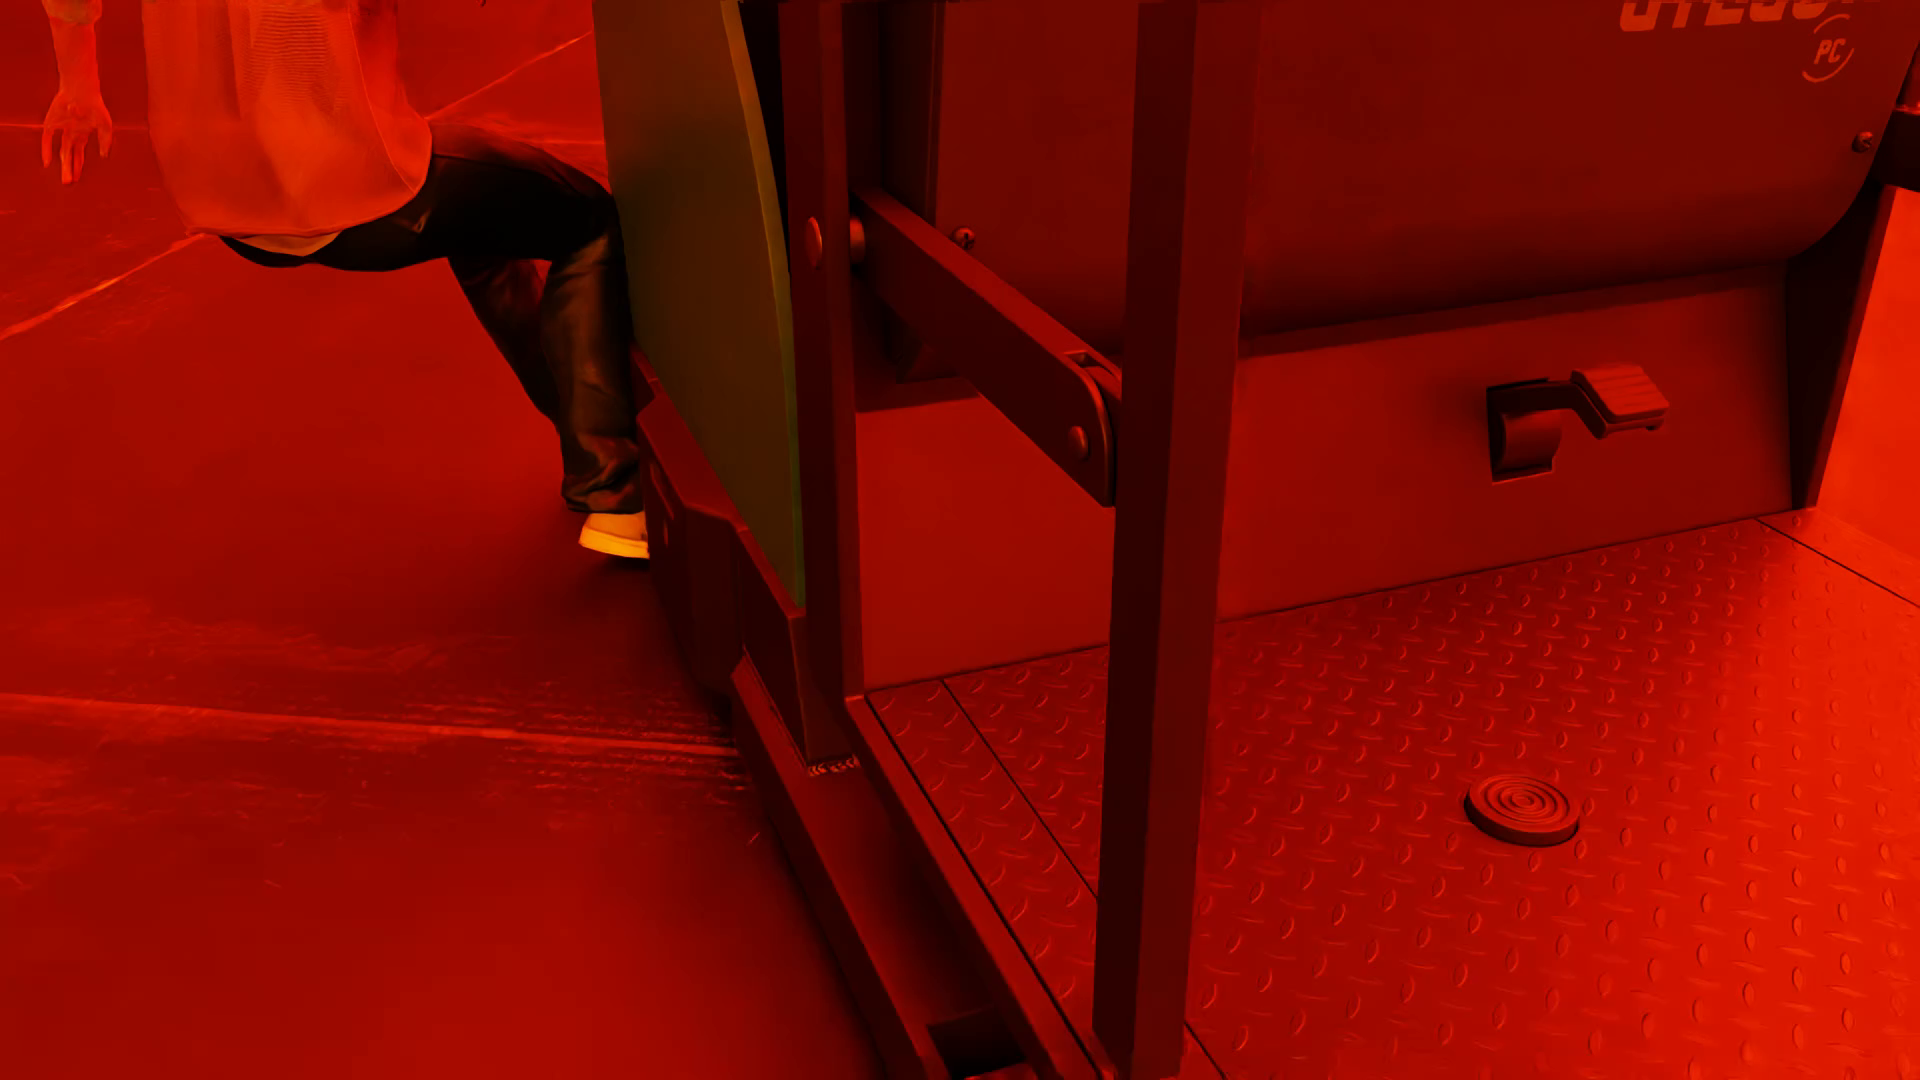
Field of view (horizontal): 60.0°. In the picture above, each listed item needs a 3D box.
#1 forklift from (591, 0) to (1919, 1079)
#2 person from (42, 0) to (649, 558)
[{"bbox_3d":[0.477,-0.855,0.931,1.130,2.935,3.031,-10,28,-19],"label":"forklift"},{"bbox_3d":[-0.736,-0.609,2.298,0.778,1.372,0.823,11,29,21],"label":"person"}]
